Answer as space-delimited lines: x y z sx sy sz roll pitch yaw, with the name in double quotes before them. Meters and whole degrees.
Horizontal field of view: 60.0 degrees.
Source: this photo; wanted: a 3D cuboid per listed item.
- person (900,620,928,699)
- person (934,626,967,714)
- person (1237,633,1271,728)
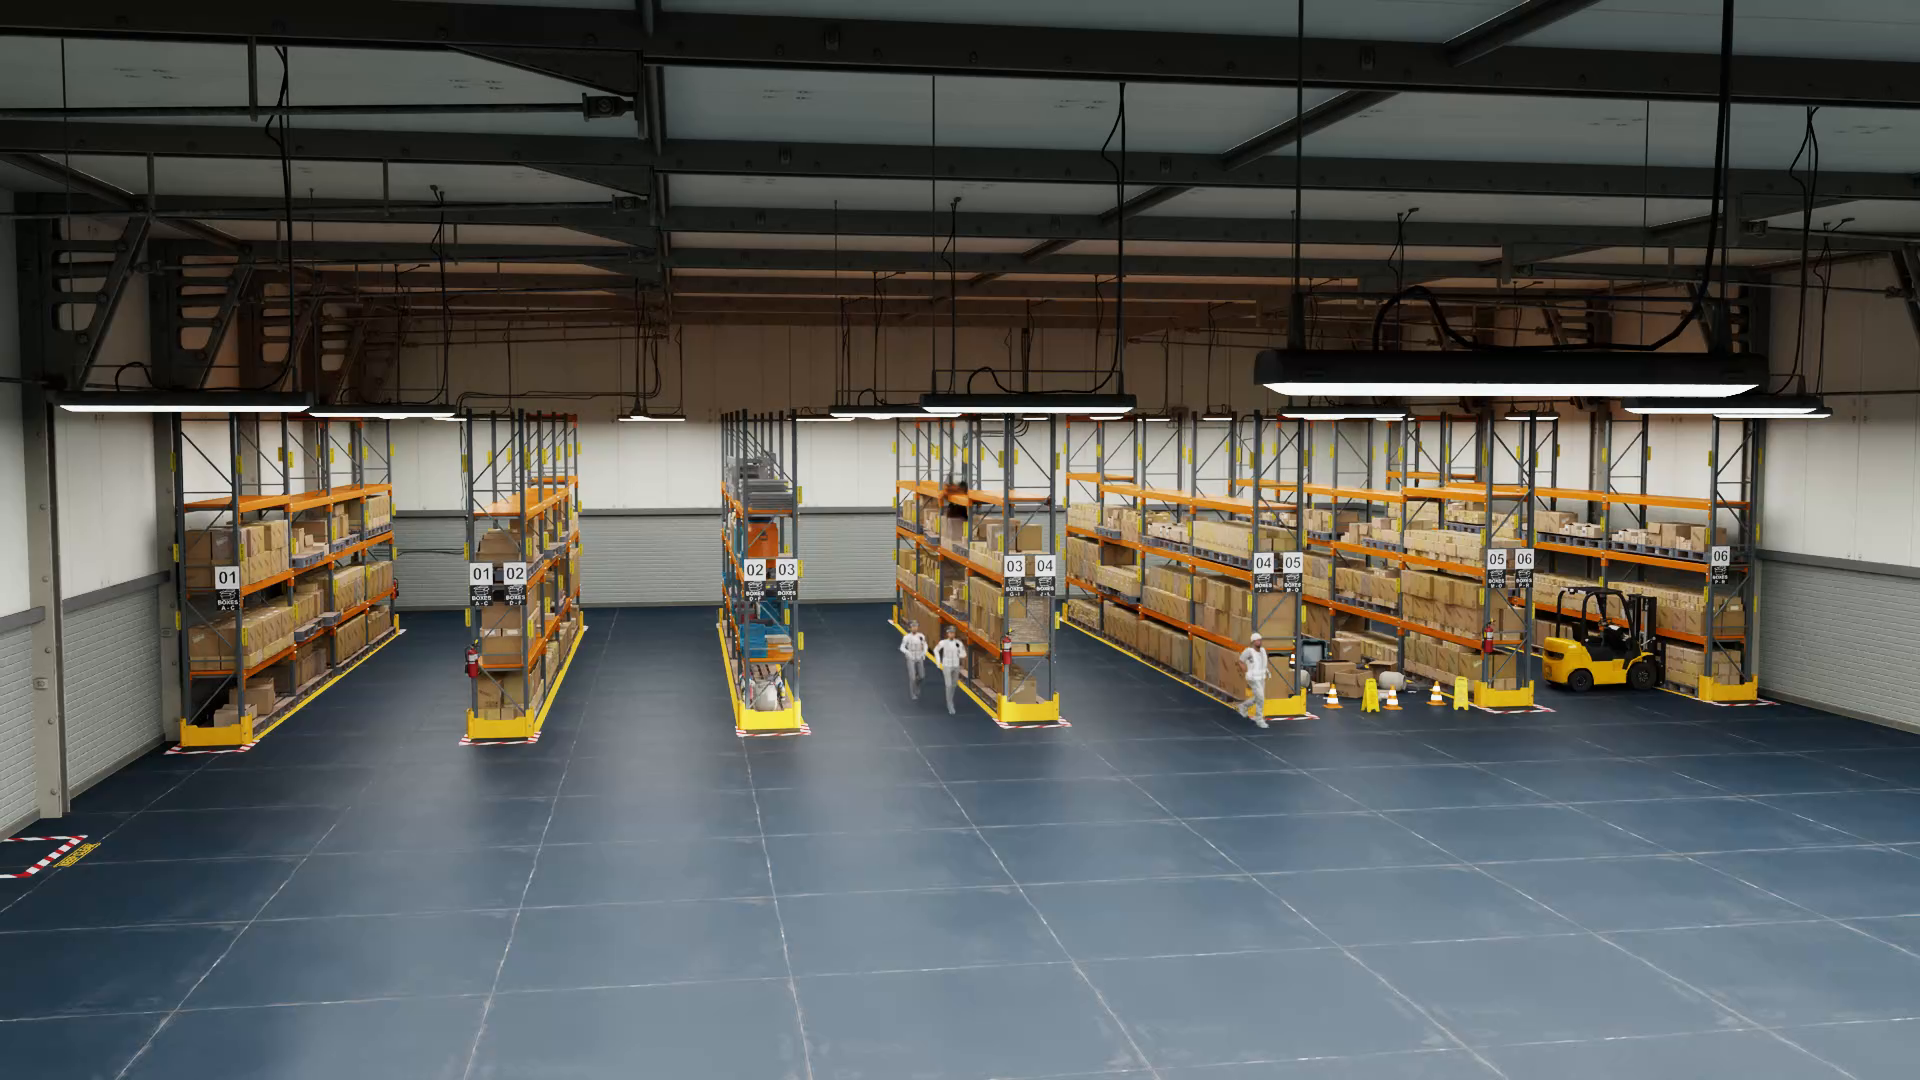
"person" -0.929 2.483 34.573 0.609 1.651 0.539 -1 4 -13
"person" -0.176 2.545 33.068 0.598 1.706 0.880 -1 4 -16
"person" 5.577 2.647 31.633 0.693 1.775 0.814 -4 5 -42
